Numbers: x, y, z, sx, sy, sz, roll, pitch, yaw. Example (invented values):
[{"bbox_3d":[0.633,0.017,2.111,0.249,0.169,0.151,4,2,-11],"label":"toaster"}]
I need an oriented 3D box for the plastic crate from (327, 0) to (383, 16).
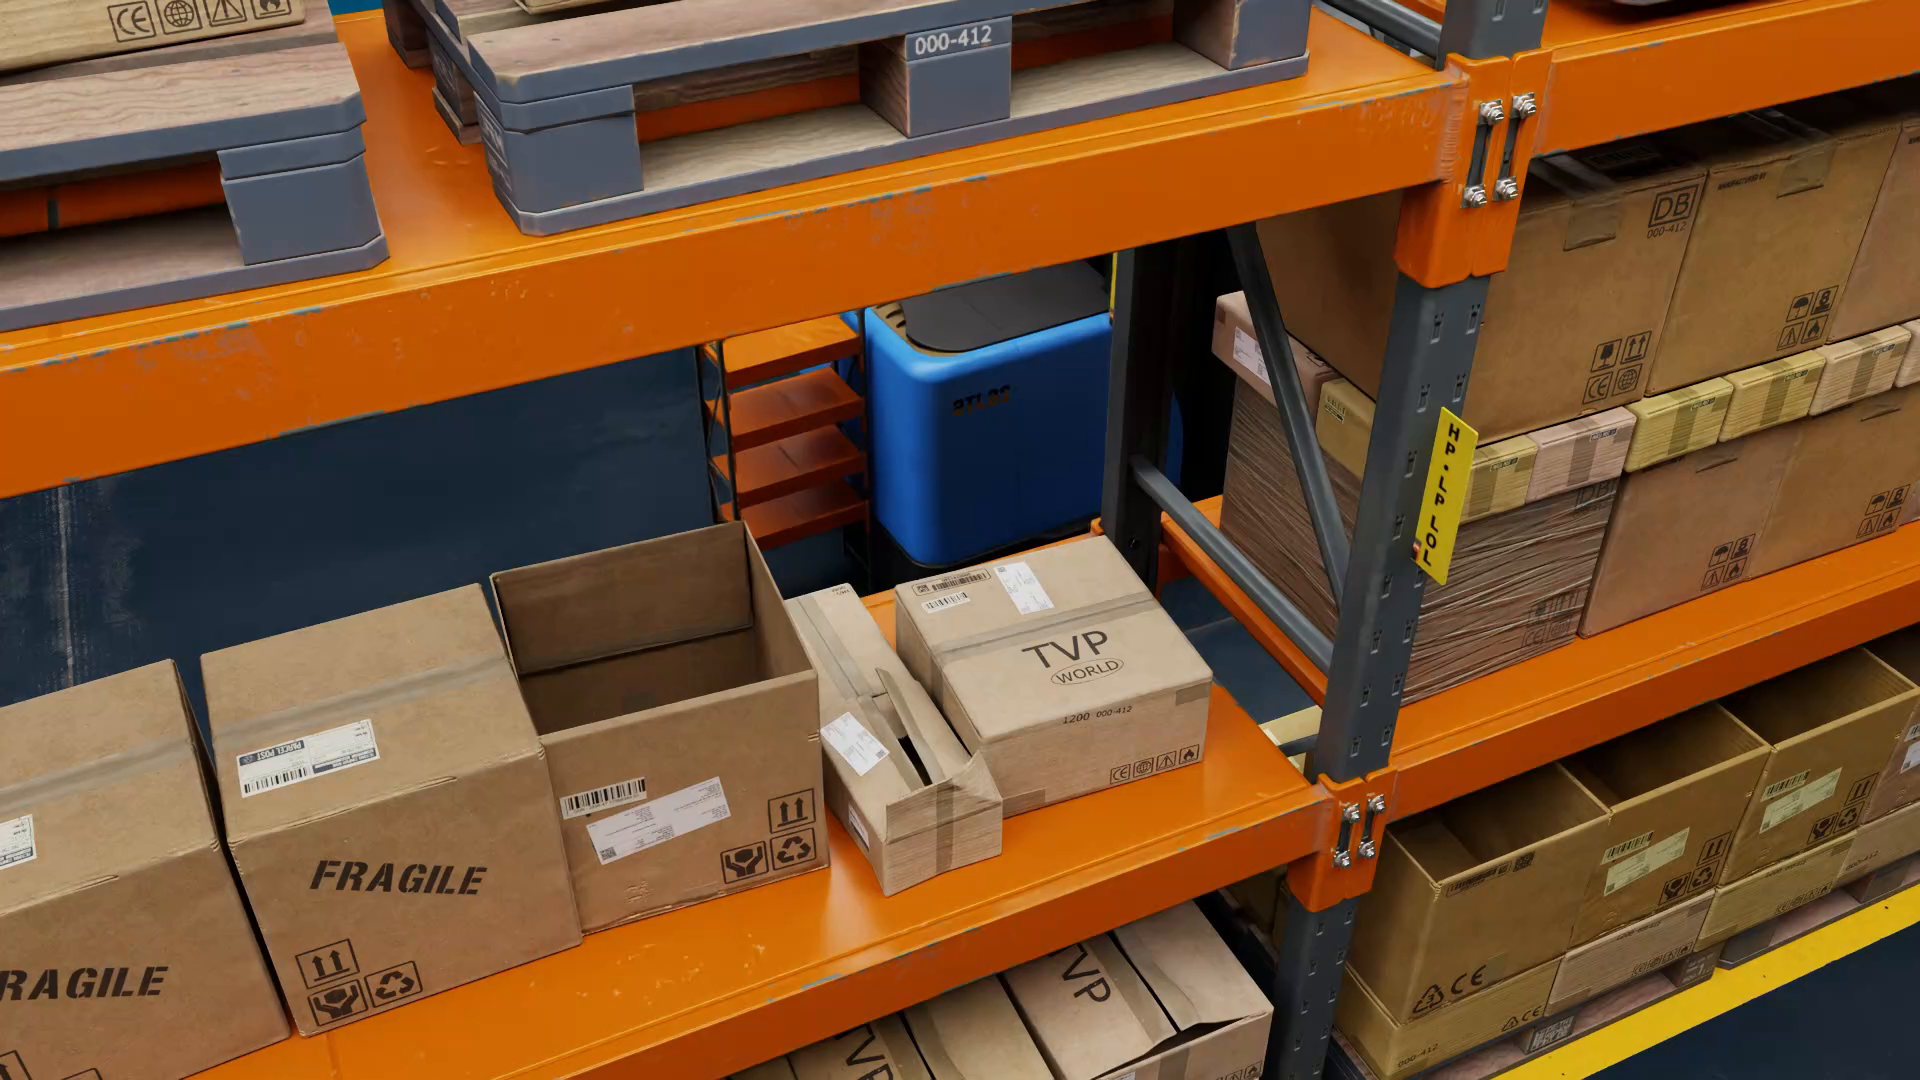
[{"bbox_3d":[-2.358,-2.150,6.645,0.575,0.384,0.392,-16,39,-20],"label":"plastic crate"}]

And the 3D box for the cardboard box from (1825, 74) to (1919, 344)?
[{"bbox_3d":[1.919,-0.864,3.724,0.500,0.500,0.700,-16,39,-20],"label":"cardboard box"}]

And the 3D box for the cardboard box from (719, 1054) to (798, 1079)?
[{"bbox_3d":[-0.557,1.296,3.470,0.500,0.311,0.500,-16,39,-20],"label":"cardboard box"}]

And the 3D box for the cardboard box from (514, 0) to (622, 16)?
[{"bbox_3d":[-0.449,-0.954,2.273,0.500,0.250,0.500,-20,41,-24],"label":"cardboard box"}]

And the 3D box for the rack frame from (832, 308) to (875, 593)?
[{"bbox_3d":[-0.371,-0.356,5.723,0.015,1.200,0.240,-19,40,-23],"label":"rack frame"}]

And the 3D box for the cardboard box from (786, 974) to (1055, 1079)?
[{"bbox_3d":[-0.104,1.171,3.638,0.500,0.311,0.500,-15,39,-19],"label":"cardboard box"}]

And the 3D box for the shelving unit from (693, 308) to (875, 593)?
[{"bbox_3d":[-0.583,-0.284,5.626,0.503,1.200,0.258,-19,40,-23],"label":"shelving unit"}]

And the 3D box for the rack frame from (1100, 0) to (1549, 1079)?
[{"bbox_3d":[0.609,0.068,3.640,0.127,3.000,1.000,-16,39,-20],"label":"rack frame"}]

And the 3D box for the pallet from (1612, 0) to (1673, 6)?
[{"bbox_3d":[1.370,-1.331,3.083,1.213,0.211,1.003,-16,39,-20],"label":"pallet"}]

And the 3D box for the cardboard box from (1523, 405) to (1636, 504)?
[{"bbox_3d":[1.162,-0.260,3.454,0.250,0.149,0.380,-15,39,-19],"label":"cardboard box"}]

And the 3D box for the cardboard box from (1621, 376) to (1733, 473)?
[{"bbox_3d":[1.395,-0.326,3.543,0.250,0.149,0.380,-17,40,-21],"label":"cardboard box"}]

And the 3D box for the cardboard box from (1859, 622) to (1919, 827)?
[{"bbox_3d":[2.519,0.373,4.555,0.500,0.500,0.500,-16,39,-20],"label":"cardboard box"}]

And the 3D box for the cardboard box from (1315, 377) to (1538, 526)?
[{"bbox_3d":[0.935,-0.196,3.368,0.250,0.149,0.380,-16,39,-20],"label":"cardboard box"}]

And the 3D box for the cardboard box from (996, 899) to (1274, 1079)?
[{"bbox_3d":[0.364,1.036,3.820,0.500,0.311,0.500,-16,39,-20],"label":"cardboard box"}]

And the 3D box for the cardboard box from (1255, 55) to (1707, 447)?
[{"bbox_3d":[1.008,-0.609,3.380,0.500,0.500,0.700,-15,39,-20],"label":"cardboard box"}]

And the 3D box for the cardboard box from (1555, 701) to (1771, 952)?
[{"bbox_3d":[1.611,0.623,4.218,0.500,0.500,0.500,-16,39,-20],"label":"cardboard box"}]

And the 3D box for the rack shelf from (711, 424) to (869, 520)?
[{"bbox_3d":[-0.583,-0.230,5.666,0.480,0.148,0.258,-19,40,-23],"label":"rack shelf"}]

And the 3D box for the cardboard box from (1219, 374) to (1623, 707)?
[{"bbox_3d":[1.008,-0.088,3.766,0.500,0.500,0.700,-17,40,-21],"label":"cardboard box"}]

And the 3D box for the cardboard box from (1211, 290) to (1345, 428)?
[{"bbox_3d":[0.764,-0.417,3.666,0.250,0.149,0.380,-16,39,-20],"label":"cardboard box"}]

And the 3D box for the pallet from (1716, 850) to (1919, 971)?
[{"bbox_3d":[2.453,0.698,5.131,1.213,0.211,1.003,-16,39,-20],"label":"pallet"}]

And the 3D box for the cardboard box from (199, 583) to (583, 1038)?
[{"bbox_3d":[-1.023,0.474,3.009,0.500,0.500,0.500,-16,39,-20],"label":"cardboard box"}]

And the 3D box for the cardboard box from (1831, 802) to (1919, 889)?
[{"bbox_3d":[2.518,0.673,4.781,0.500,0.250,0.500,-16,39,-20],"label":"cardboard box"}]

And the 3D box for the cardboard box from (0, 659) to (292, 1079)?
[{"bbox_3d":[-1.500,0.607,2.830,0.500,0.500,0.500,-18,40,-22],"label":"cardboard box"}]

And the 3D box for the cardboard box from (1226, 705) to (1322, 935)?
[{"bbox_3d":[0.936,0.769,4.651,0.500,0.250,0.500,-16,39,-20],"label":"cardboard box"}]

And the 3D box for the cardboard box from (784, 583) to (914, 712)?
[{"bbox_3d":[-0.280,0.283,3.561,0.250,0.149,0.380,-16,39,-20],"label":"cardboard box"}]

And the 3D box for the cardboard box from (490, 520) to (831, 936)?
[{"bbox_3d":[-0.570,0.347,3.180,0.500,0.500,0.500,-13,38,-17],"label":"cardboard box"}]

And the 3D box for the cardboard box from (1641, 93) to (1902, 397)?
[{"bbox_3d":[1.465,-0.737,3.553,0.500,0.500,0.700,-16,39,-20],"label":"cardboard box"}]

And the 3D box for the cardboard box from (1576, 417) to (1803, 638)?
[{"bbox_3d":[1.483,-0.225,3.951,0.500,0.500,0.700,-16,39,-20],"label":"cardboard box"}]

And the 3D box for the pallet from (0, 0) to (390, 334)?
[{"bbox_3d":[-1.424,-0.553,2.118,1.213,0.211,1.003,-14,39,-18],"label":"pallet"}]

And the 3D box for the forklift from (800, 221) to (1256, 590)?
[{"bbox_3d":[0.935,-1.527,5.849,3.031,2.935,1.130,-19,40,-23],"label":"forklift"}]

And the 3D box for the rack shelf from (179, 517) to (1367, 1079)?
[{"bbox_3d":[-1.201,0.863,3.172,4.000,0.370,1.077,-16,39,-20],"label":"rack shelf"}]

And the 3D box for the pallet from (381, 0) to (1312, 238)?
[{"bbox_3d":[-0.184,-0.829,2.493,1.217,0.209,0.805,-17,40,-22],"label":"pallet"}]

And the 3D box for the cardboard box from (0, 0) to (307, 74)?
[{"bbox_3d":[-1.148,-0.794,2.058,0.500,0.250,0.500,-19,41,-24],"label":"cardboard box"}]

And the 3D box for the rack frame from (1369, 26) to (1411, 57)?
[{"bbox_3d":[2.129,-3.616,8.608,0.127,3.000,1.000,-16,39,-20],"label":"rack frame"}]

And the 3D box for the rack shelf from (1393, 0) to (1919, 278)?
[{"bbox_3d":[2.420,-1.354,3.643,4.000,0.370,1.077,-16,39,-20],"label":"rack shelf"}]

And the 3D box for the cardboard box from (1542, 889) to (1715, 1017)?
[{"bbox_3d":[1.613,0.926,4.439,0.500,0.250,0.500,-16,39,-20],"label":"cardboard box"}]

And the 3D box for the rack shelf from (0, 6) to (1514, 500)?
[{"bbox_3d":[-1.201,-0.341,2.278,4.000,0.370,1.077,-16,39,-20],"label":"rack shelf"}]

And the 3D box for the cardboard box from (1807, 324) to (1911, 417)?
[{"bbox_3d":[1.859,-0.455,3.717,0.250,0.149,0.380,-17,40,-21],"label":"cardboard box"}]

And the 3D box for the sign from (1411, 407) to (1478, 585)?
[{"bbox_3d":[0.849,-0.075,2.927,0.005,0.325,0.100,-16,39,-20],"label":"sign"}]

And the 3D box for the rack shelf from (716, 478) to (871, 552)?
[{"bbox_3d":[-0.583,-0.071,5.785,0.480,0.148,0.258,-19,40,-23],"label":"rack shelf"}]

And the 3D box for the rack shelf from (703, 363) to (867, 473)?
[{"bbox_3d":[-0.583,-0.410,5.533,0.480,0.148,0.258,-19,40,-23],"label":"rack shelf"}]

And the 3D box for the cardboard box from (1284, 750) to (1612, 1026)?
[{"bbox_3d":[1.162,0.754,4.041,0.500,0.500,0.500,-16,39,-20],"label":"cardboard box"}]

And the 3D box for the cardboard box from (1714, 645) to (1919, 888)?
[{"bbox_3d":[2.067,0.501,4.383,0.500,0.500,0.500,-16,39,-20],"label":"cardboard box"}]

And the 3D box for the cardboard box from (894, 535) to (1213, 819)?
[{"bbox_3d":[0.182,0.277,3.485,0.500,0.250,0.500,-13,39,-17],"label":"cardboard box"}]

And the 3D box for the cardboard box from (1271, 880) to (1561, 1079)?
[{"bbox_3d":[1.158,1.050,4.272,0.500,0.250,0.500,-16,39,-20],"label":"cardboard box"}]

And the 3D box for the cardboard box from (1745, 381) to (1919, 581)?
[{"bbox_3d":[1.939,-0.349,4.119,0.500,0.500,0.700,-15,39,-19],"label":"cardboard box"}]

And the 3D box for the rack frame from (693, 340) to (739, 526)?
[{"bbox_3d":[-0.795,-0.213,5.529,0.015,1.200,0.240,-19,40,-23],"label":"rack frame"}]

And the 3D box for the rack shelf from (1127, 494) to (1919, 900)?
[{"bbox_3d":[2.420,-0.149,4.537,4.000,0.370,1.077,-16,39,-20],"label":"rack shelf"}]

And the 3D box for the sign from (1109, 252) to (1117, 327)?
[{"bbox_3d":[0.372,-0.610,3.762,0.005,0.325,0.100,-16,39,-20],"label":"sign"}]

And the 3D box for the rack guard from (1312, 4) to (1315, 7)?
[{"bbox_3d":[2.080,-2.568,9.292,0.348,0.500,1.175,-16,39,-20],"label":"rack guard"}]

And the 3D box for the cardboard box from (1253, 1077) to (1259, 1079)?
[{"bbox_3d":[0.357,1.265,3.982,0.500,0.250,0.500,-16,39,-20],"label":"cardboard box"}]

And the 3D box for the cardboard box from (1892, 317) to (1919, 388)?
[{"bbox_3d":[2.100,-0.524,3.811,0.250,0.149,0.380,-17,40,-21],"label":"cardboard box"}]

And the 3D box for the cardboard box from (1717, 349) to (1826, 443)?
[{"bbox_3d":[1.632,-0.393,3.633,0.250,0.149,0.380,-16,39,-20],"label":"cardboard box"}]

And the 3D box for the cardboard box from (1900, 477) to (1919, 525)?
[{"bbox_3d":[2.402,-0.480,4.295,0.500,0.500,0.700,-14,39,-19],"label":"cardboard box"}]

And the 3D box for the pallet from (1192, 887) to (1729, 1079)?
[{"bbox_3d":[1.347,1.010,4.712,1.213,0.211,1.003,-16,39,-20],"label":"pallet"}]

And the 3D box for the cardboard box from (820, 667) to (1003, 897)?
[{"bbox_3d":[-0.109,0.444,3.246,0.258,0.266,0.396,-17,40,-21],"label":"cardboard box"}]

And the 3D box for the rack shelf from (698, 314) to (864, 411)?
[{"bbox_3d":[-0.583,-0.600,5.392,0.480,0.148,0.258,-19,40,-23],"label":"rack shelf"}]

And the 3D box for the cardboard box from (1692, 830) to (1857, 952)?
[{"bbox_3d":[2.067,0.803,4.606,0.500,0.250,0.500,-16,39,-20],"label":"cardboard box"}]
